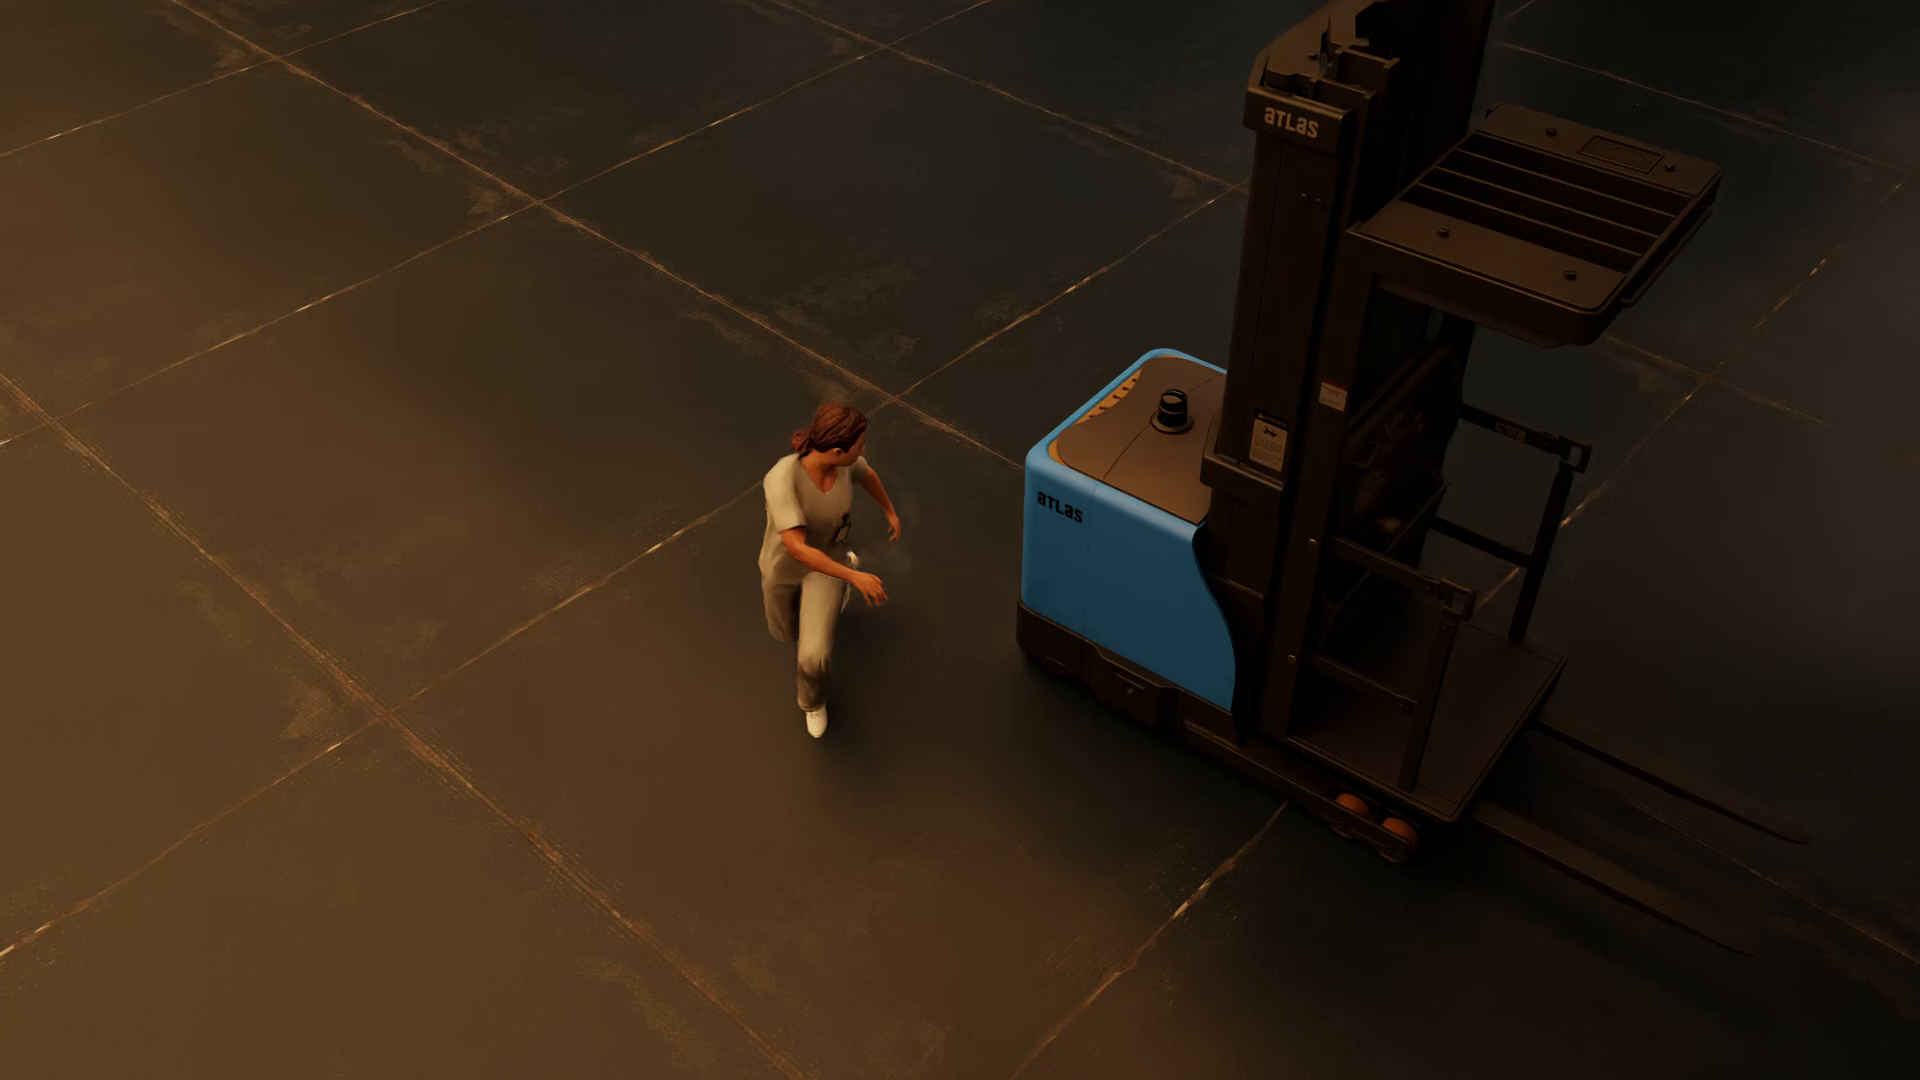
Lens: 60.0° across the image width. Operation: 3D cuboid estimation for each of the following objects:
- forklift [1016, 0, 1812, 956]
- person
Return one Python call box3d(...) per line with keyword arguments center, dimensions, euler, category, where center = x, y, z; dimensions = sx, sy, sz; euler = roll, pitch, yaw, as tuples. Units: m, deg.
box3d(center=(1.716, -0.296, 5.773), dimensions=(3.031, 2.935, 1.130), euler=(27, 47, 28), category="forklift")
box3d(center=(-0.514, 0.023, 6.588), dimensions=(0.576, 1.453, 0.867), euler=(-3, 41, -4), category="person")
